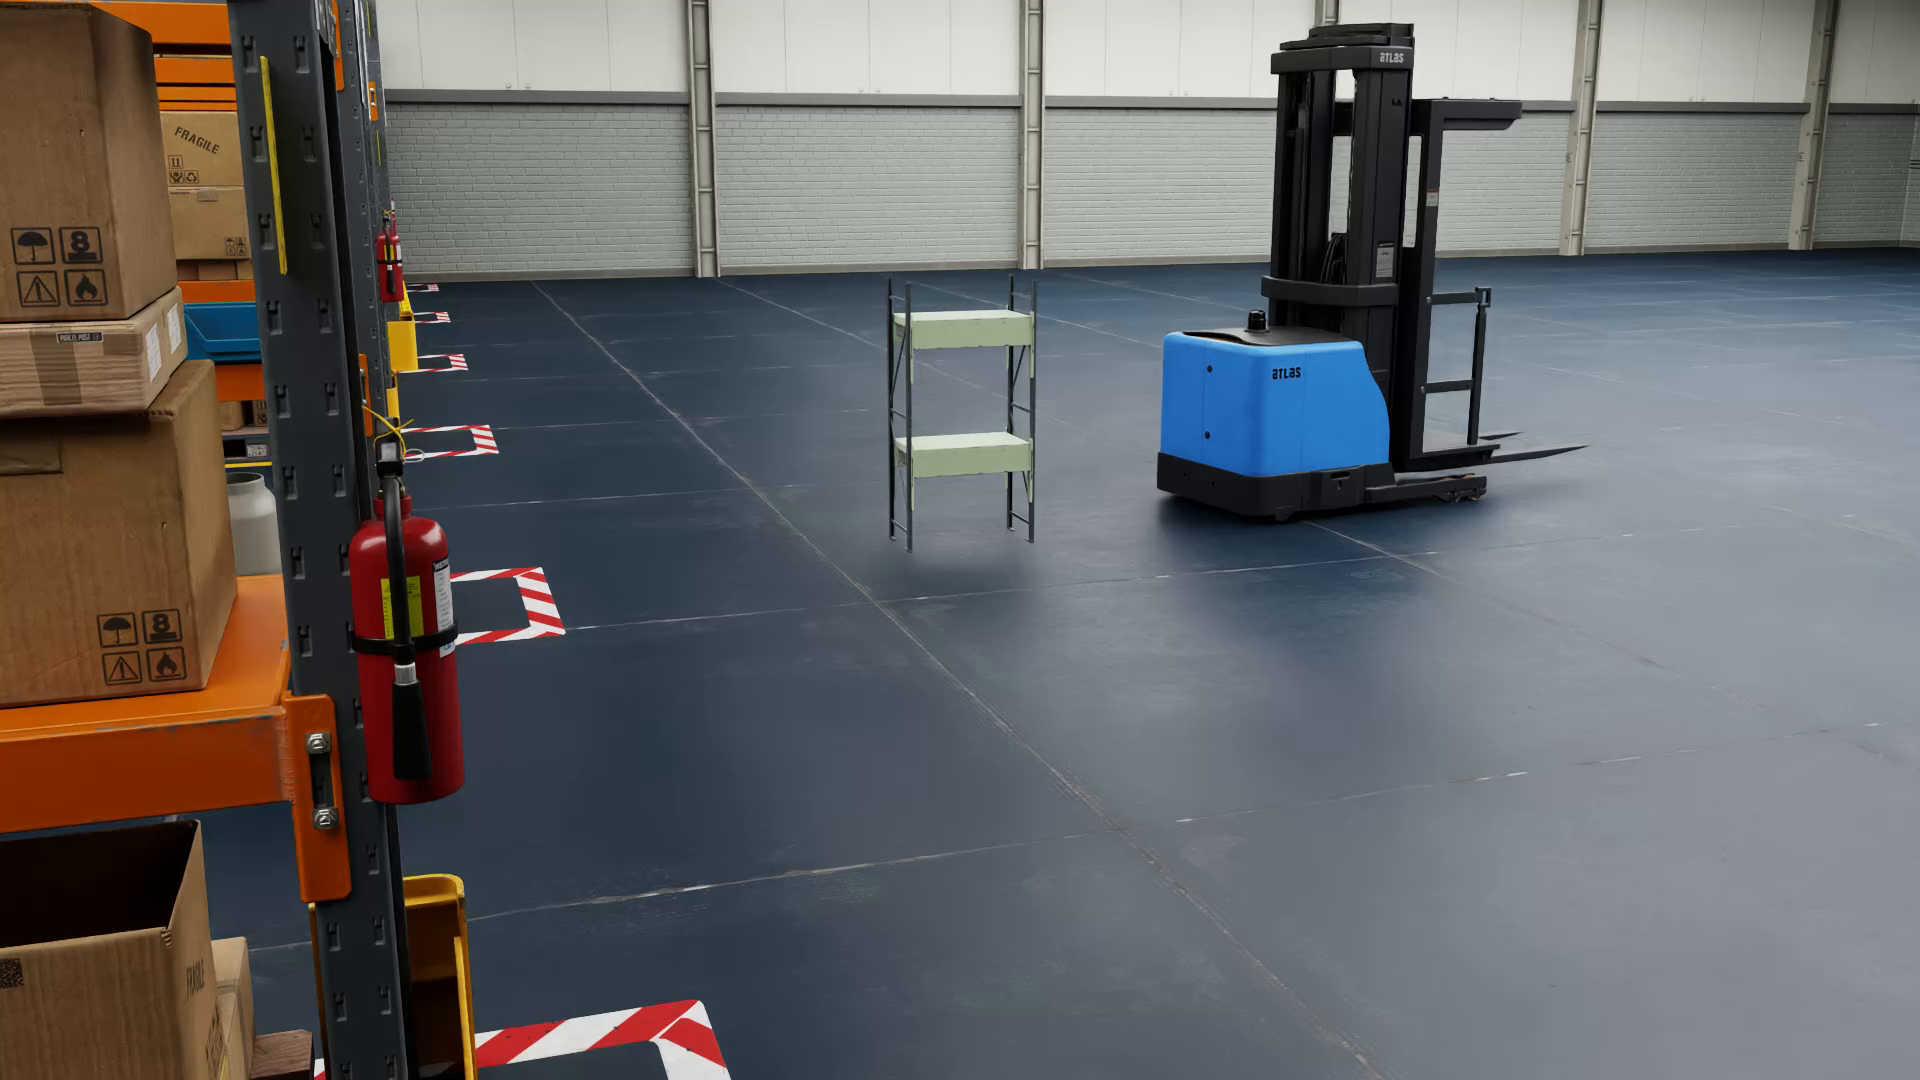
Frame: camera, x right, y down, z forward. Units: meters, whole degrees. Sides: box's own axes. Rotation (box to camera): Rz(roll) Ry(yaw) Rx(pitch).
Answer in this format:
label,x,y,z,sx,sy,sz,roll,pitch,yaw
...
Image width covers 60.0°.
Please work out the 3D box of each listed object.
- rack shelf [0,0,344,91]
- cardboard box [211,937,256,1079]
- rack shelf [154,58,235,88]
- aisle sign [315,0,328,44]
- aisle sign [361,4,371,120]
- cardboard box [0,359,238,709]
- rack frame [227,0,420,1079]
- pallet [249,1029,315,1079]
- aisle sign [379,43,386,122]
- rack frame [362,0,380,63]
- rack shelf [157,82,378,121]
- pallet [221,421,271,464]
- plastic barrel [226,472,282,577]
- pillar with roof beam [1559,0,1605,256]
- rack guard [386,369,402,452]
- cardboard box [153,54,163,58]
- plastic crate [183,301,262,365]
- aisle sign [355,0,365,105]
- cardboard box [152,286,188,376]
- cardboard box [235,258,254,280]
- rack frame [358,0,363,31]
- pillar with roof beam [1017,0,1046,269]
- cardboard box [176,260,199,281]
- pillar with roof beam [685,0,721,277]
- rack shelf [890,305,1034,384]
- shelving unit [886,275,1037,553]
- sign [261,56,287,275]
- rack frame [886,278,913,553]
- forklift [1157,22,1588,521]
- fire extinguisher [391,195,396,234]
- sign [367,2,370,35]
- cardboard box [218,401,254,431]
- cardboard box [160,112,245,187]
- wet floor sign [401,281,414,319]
label,x,y,z,sx,sy,sz,roll,pitch,yaw
rack shelf,-4.694,-2.068,6.928,4.000,0.370,1.077,-4,14,-18
cardboard box,-1.802,1.104,3.552,0.500,0.250,0.500,-4,14,-18
rack shelf,-6.274,-3.154,11.494,4.000,0.370,1.077,-4,14,-18
aisle sign,-1.067,-1.225,2.692,0.004,0.787,0.394,-4,14,-18
aisle sign,-4.224,-3.396,11.821,0.004,0.787,0.394,-4,14,-18
cardboard box,-1.669,-0.037,3.099,0.500,0.500,0.700,-4,14,-18
rack frame,-1.221,-0.019,3.241,0.053,2.616,0.949,-4,14,-18
pallet,-1.934,1.402,3.290,1.213,0.211,1.003,-4,14,-18
aisle sign,-5.702,-4.492,16.428,0.004,0.787,0.394,-4,14,-18
rack frame,-5.865,-6.207,16.289,0.127,3.000,1.000,-4,14,-18
rack shelf,-7.760,-4.250,16.099,4.000,0.370,1.077,-4,14,-18
pallet,-5.232,-0.778,12.459,1.213,0.211,1.003,-4,14,-18
plastic barrel,-3.398,-0.035,7.777,0.421,0.512,0.421,0,13,0
pillar with roof beam,14.047,-9.346,29.490,0.400,9.000,9.100,-4,14,-18
rack guard,-4.450,-0.971,12.645,0.348,0.500,1.175,-4,14,-18
cardboard box,-5.715,-3.414,11.357,0.500,0.250,0.500,-4,14,-17
plastic crate,-3.178,-0.931,7.398,0.616,0.251,0.499,-4,14,-18
aisle sign,-2.636,-2.311,7.260,0.004,0.787,0.394,-4,14,-18
cardboard box,-1.663,-0.402,3.234,0.250,0.149,0.380,-5,14,-18
cardboard box,-5.040,-1.956,11.927,0.250,0.149,0.380,-4,14,-18
rack frame,-4.378,-5.111,11.685,0.127,3.000,1.000,-4,14,-18
pillar with roof beam,2.673,-8.461,25.767,0.400,9.000,9.100,-4,14,-18
cardboard box,-5.532,-1.932,11.824,0.250,0.149,0.380,-4,14,-18
pillar with roof beam,-3.013,-8.018,23.905,0.400,9.000,9.100,-4,14,-18
rack shelf,0.006,-1.110,9.381,0.720,0.370,0.431,-4,14,-18
shelving unit,0.006,-0.730,9.471,0.755,1.500,0.431,-4,14,-18
sign,-1.063,-0.578,2.578,0.005,0.325,0.100,-4,14,-18
rack frame,-0.341,-0.703,9.358,0.023,1.500,0.400,-4,14,-18
forklift,2.817,-1.759,10.706,3.031,2.935,1.130,-7,15,-27
fire extinguisher,-7.284,-4.236,21.136,0.183,0.674,0.296,-4,14,-18
sign,-5.705,-5.019,16.039,0.005,0.325,0.100,-4,14,-18
cardboard box,-5.531,-1.087,12.224,0.500,0.500,0.500,-1,13,-3
cardboard box,-5.293,-2.740,11.658,0.500,0.500,0.500,-4,14,-18
wet floor sign,-7.018,-3.000,20.861,0.232,0.644,0.267,0,13,1
